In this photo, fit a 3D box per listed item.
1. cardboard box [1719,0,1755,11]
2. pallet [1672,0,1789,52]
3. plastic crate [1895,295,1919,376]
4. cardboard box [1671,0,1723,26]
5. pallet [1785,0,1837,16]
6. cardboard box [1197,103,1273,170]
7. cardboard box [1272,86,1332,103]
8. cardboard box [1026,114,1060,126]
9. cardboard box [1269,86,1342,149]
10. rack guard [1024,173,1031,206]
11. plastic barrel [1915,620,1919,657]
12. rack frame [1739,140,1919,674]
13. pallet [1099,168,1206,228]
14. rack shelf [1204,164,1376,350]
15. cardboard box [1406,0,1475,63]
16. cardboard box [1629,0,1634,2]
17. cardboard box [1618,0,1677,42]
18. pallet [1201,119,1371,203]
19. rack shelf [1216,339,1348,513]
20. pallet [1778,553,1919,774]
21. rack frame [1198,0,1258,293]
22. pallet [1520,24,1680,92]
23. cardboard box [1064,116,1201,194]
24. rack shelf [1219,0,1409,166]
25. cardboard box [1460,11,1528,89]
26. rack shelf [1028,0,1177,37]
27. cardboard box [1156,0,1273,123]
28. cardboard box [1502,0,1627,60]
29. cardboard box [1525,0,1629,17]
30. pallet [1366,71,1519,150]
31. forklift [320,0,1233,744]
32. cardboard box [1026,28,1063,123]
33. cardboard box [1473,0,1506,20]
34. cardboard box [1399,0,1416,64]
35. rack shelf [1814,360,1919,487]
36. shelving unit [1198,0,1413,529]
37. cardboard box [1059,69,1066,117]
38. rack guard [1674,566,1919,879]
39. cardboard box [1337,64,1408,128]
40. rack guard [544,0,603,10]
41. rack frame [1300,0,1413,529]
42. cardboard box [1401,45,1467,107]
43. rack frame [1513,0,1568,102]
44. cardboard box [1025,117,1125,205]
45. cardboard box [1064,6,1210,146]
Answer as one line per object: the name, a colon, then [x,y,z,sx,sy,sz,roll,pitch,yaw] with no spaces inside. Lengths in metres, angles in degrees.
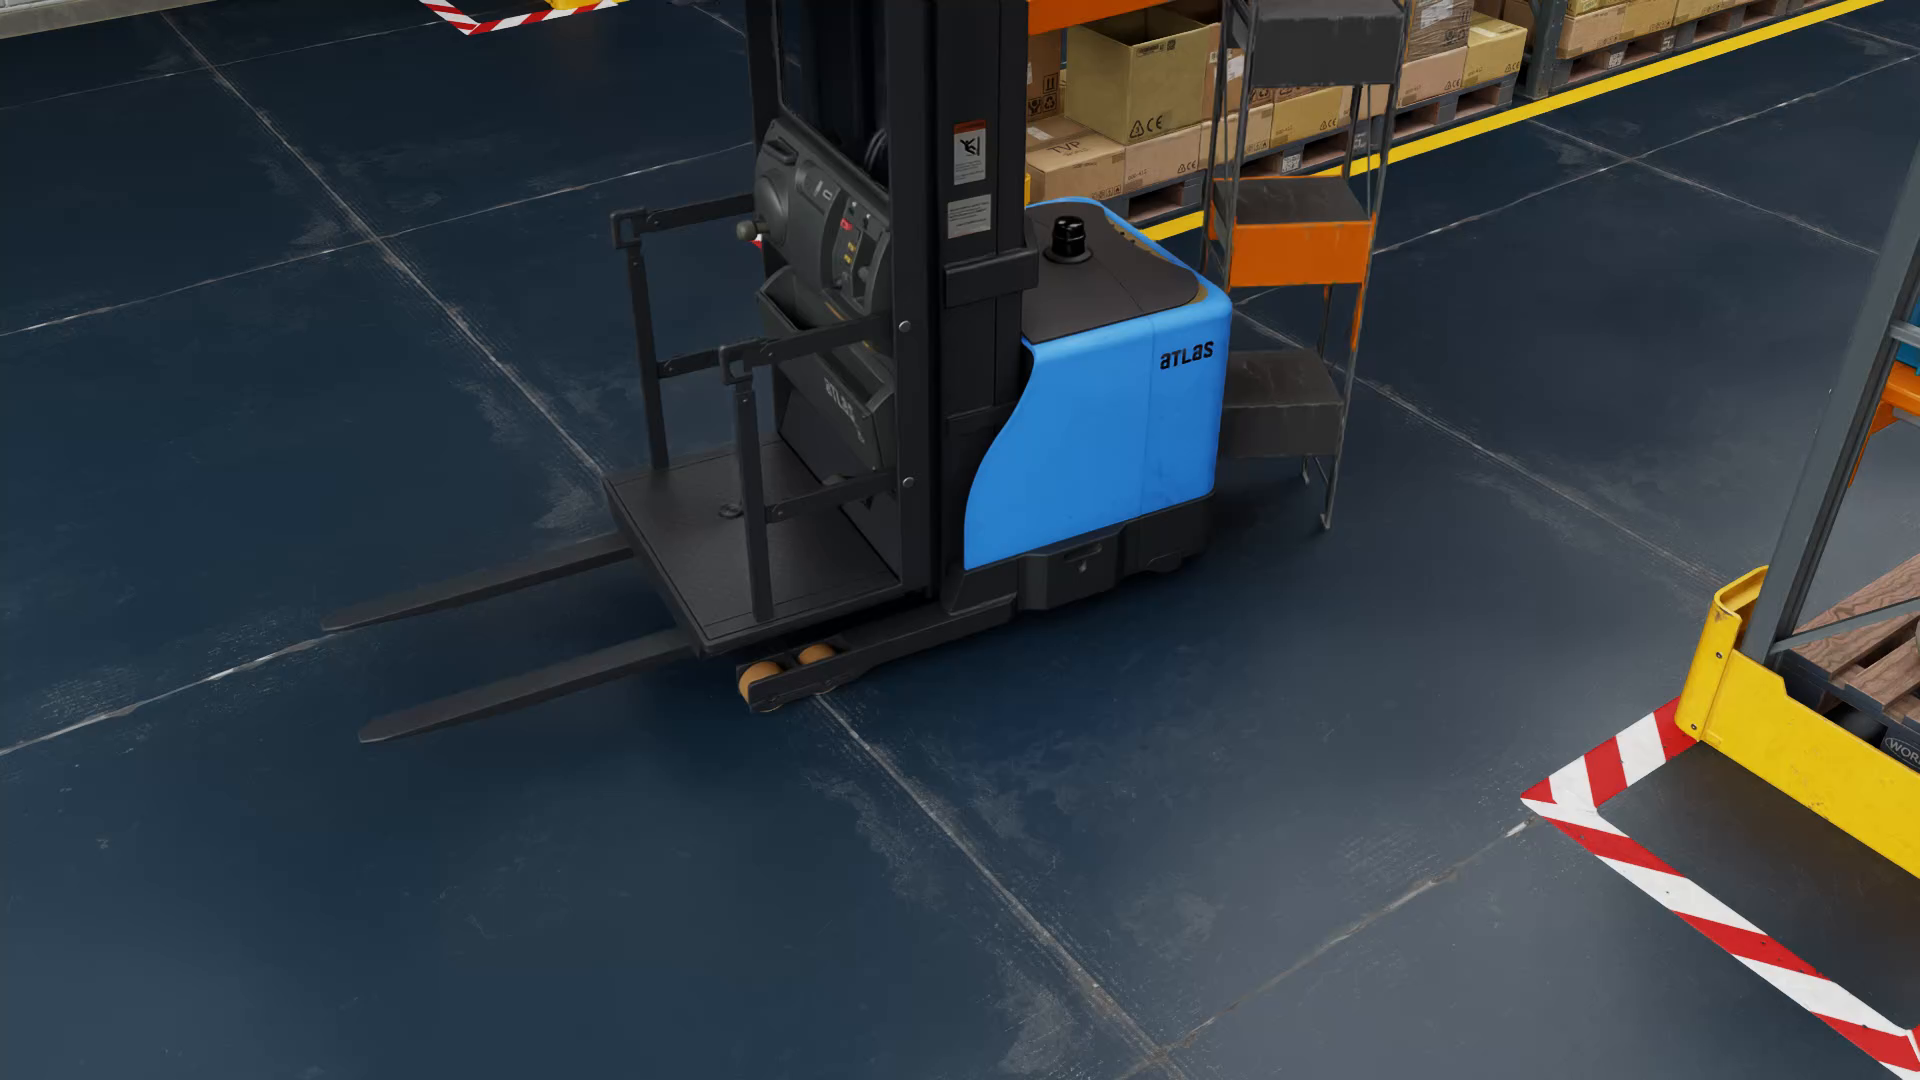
cardboard box: [4.896,-3.661,10.767,0.500,0.250,0.500,-22,41,-27]
pallet: [4.745,-3.619,11.101,1.213,0.211,1.003,-22,41,-28]
plastic crate: [2.984,-0.612,4.659,0.616,0.251,0.499,-22,41,-28]
cardboard box: [4.480,-3.491,10.530,0.500,0.250,0.500,-24,42,-29]
pallet: [5.741,-4.027,11.669,1.213,0.211,1.003,-22,41,-28]
cardboard box: [1.279,-2.193,8.725,0.500,0.250,0.500,-22,41,-28]
cardboard box: [1.691,-2.663,8.736,0.500,0.500,0.500,-22,41,-28]
cardboard box: [0.165,-2.102,8.599,0.500,0.250,0.500,-22,41,-28]
cardboard box: [1.691,-2.359,8.956,0.500,0.250,0.500,-22,41,-28]
rack guard: [-0.122,-1.704,8.191,0.348,0.500,1.175,-22,41,-28]
plastic barrel: [3.242,0.220,5.146,0.421,0.512,0.421,0,36,0]
rack frame: [2.748,-0.361,4.183,0.127,3.000,1.000,-22,41,-28]
pallet: [0.498,-1.872,8.672,1.213,0.211,1.003,-22,41,-28]
rack shelf: [1.135,-0.988,5.848,0.480,0.518,0.431,-3,36,-3]
cardboard box: [2.498,-3.008,9.216,0.500,0.500,0.500,-22,41,-28]
cardboard box: [4.060,-3.540,10.118,0.500,0.311,0.500,-23,42,-28]
cardboard box: [4.058,-3.315,10.285,0.500,0.250,0.500,-21,41,-27]
pallet: [1.495,-2.280,9.239,1.213,0.211,1.003,-22,41,-28]
rack shelf: [1.135,-0.420,6.257,0.480,0.518,0.431,-3,36,-3]
pallet: [3.450,0.452,5.441,1.213,0.211,1.003,-22,41,-28]
rack frame: [0.892,-0.988,5.826,0.015,2.100,0.400,-3,36,-3]
pallet: [3.747,-3.206,10.527,1.213,0.211,1.003,-22,41,-28]
cardboard box: [0.870,-2.025,8.492,0.500,0.250,0.500,-22,41,-28]
rack shelf: [1.135,-1.556,5.440,0.480,0.518,0.431,-3,36,-3]
cardboard box: [2.914,-2.866,9.661,0.500,0.250,0.500,-22,41,-28]
rack shelf: [1.532,-3.107,8.617,4.000,0.370,1.077,-22,41,-28]
cardboard box: [1.273,-2.503,8.514,0.500,0.500,0.500,-22,41,-28]
cardboard box: [3.639,-3.144,10.047,0.500,0.250,0.500,-23,42,-29]
cardboard box: [3.648,-3.374,9.887,0.500,0.311,0.500,-22,41,-28]
pallet: [2.493,-2.693,9.813,1.213,0.211,1.003,-22,41,-28]
forklift: [-0.619,-0.977,5.099,3.031,2.935,1.130,-17,39,-22]
cardboard box: [0.164,-2.408,8.382,0.500,0.500,0.500,-22,41,-28]
cardboard box: [3.339,-3.404,10.409,0.500,0.250,0.500,-23,42,-28]
cardboard box: [2.092,-2.838,8.980,0.500,0.500,0.500,-22,41,-28]
rack shelf: [4.382,-0.742,5.329,4.000,0.370,1.077,-22,41,-28]
shelving unit: [1.135,-0.999,5.840,0.503,2.100,0.431,-3,36,-3]
cardboard box: [0.567,-2.276,8.841,0.500,0.250,0.500,-22,41,-28]
rack guard: [2.783,0.605,4.980,0.348,0.500,1.175,-22,41,-28]
cardboard box: [2.099,-2.527,9.190,0.500,0.250,0.500,-22,41,-28]
rack guard: [-2.897,-4.100,11.523,0.348,0.500,1.175,-22,41,-28]
rack frame: [1.379,-1.010,5.855,0.015,2.100,0.400,-3,36,-3]
cardboard box: [2.499,-2.702,9.434,0.500,0.250,0.500,-22,41,-28]
rack frame: [3.167,-4.072,9.343,0.127,3.000,1.000,-22,41,-28]
cardboard box: [0.464,-1.855,8.256,0.500,0.250,0.500,-22,41,-28]
cardboard box: [0.871,-2.329,8.272,0.500,0.500,0.500,-22,41,-28]
